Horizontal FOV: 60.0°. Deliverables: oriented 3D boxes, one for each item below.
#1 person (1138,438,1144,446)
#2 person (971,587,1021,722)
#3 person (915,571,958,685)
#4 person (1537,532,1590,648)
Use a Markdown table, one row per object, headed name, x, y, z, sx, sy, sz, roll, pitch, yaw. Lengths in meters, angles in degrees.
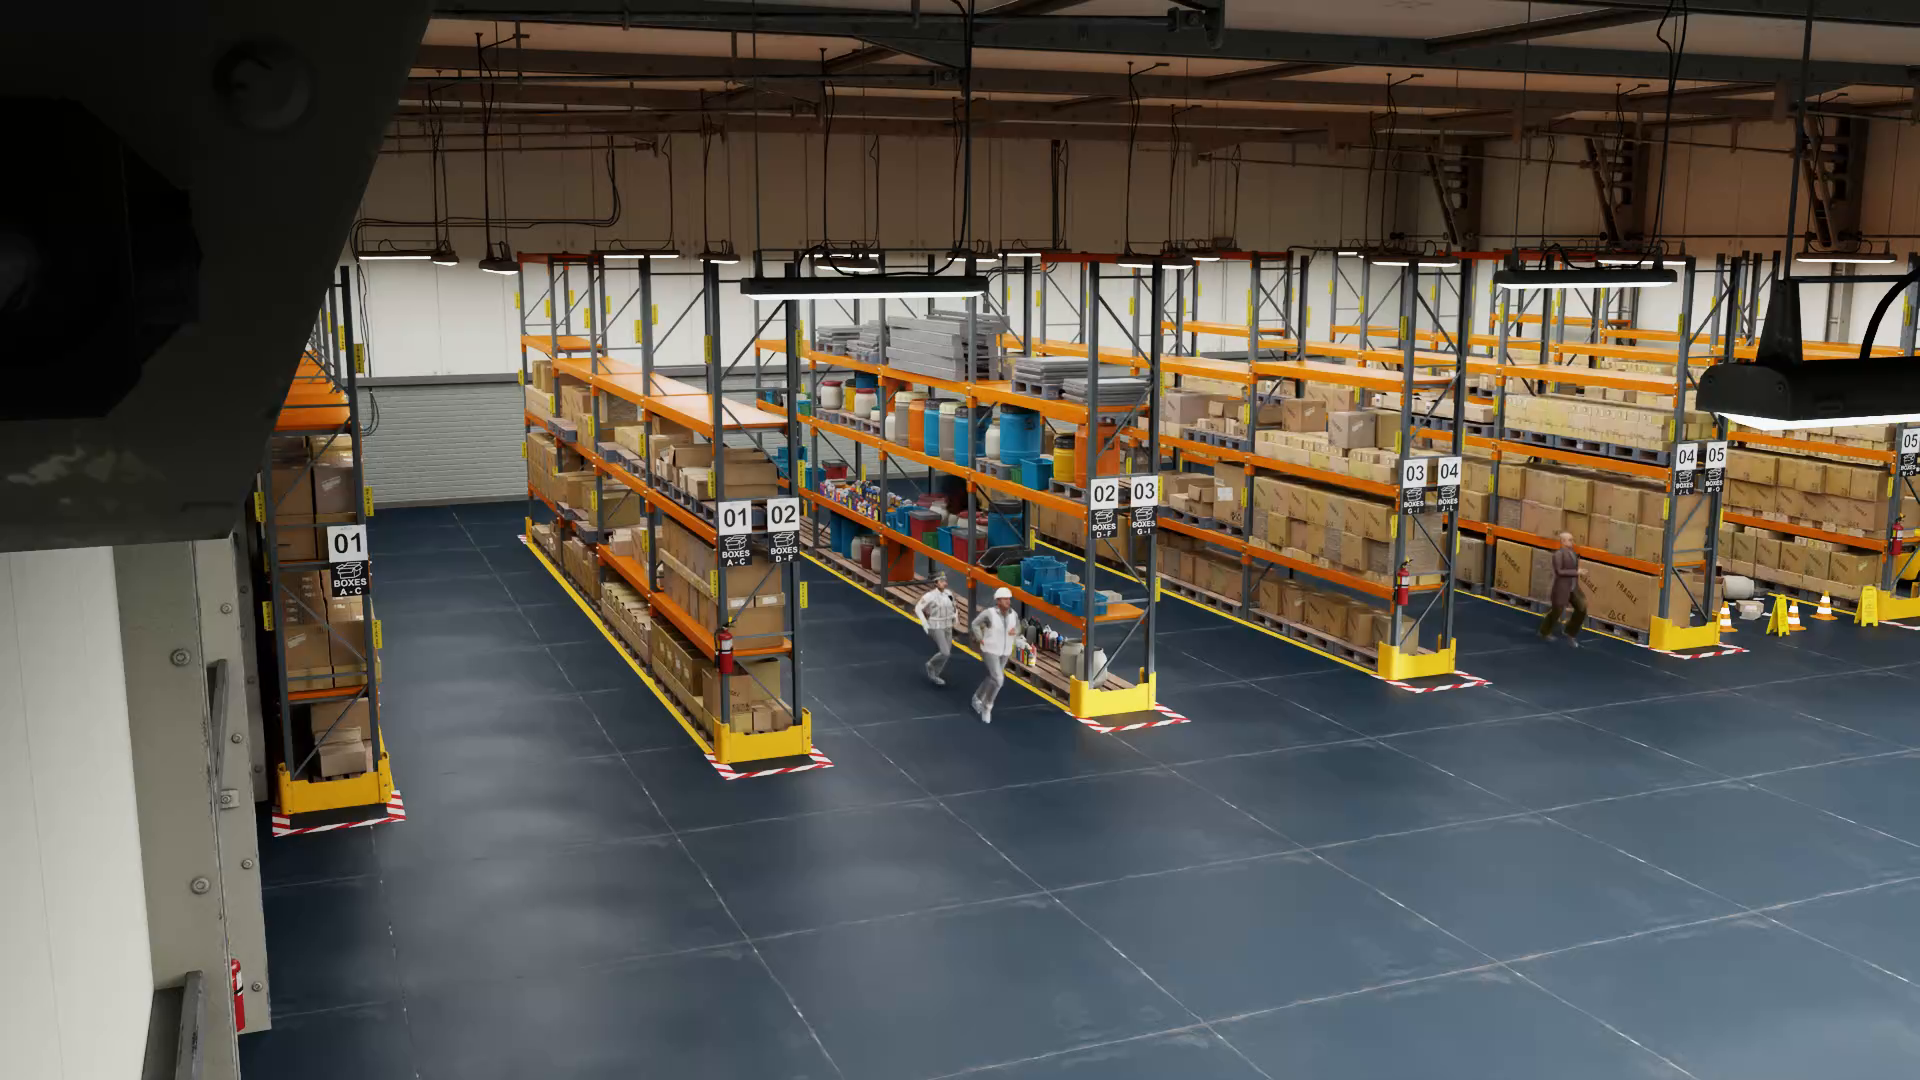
| name | x | y | z | sx | sy | sz | roll | pitch | yaw |
| --- | --- | --- | --- | --- | --- | --- | --- | --- | --- |
| person | 4.200 | -1.544 | 38.571 | 0.689 | 1.735 | 0.743 | -1 | 10 | -8 |
| person | 0.473 | 1.498 | 22.139 | 0.675 | 1.788 | 0.708 | -7 | 13 | -35 |
| person | -0.248 | 1.255 | 23.537 | 0.607 | 1.656 | 0.559 | -8 | 13 | -39 |
| person | 9.408 | 0.786 | 25.855 | 0.672 | 1.834 | 0.811 | -7 | 13 | -35 |
